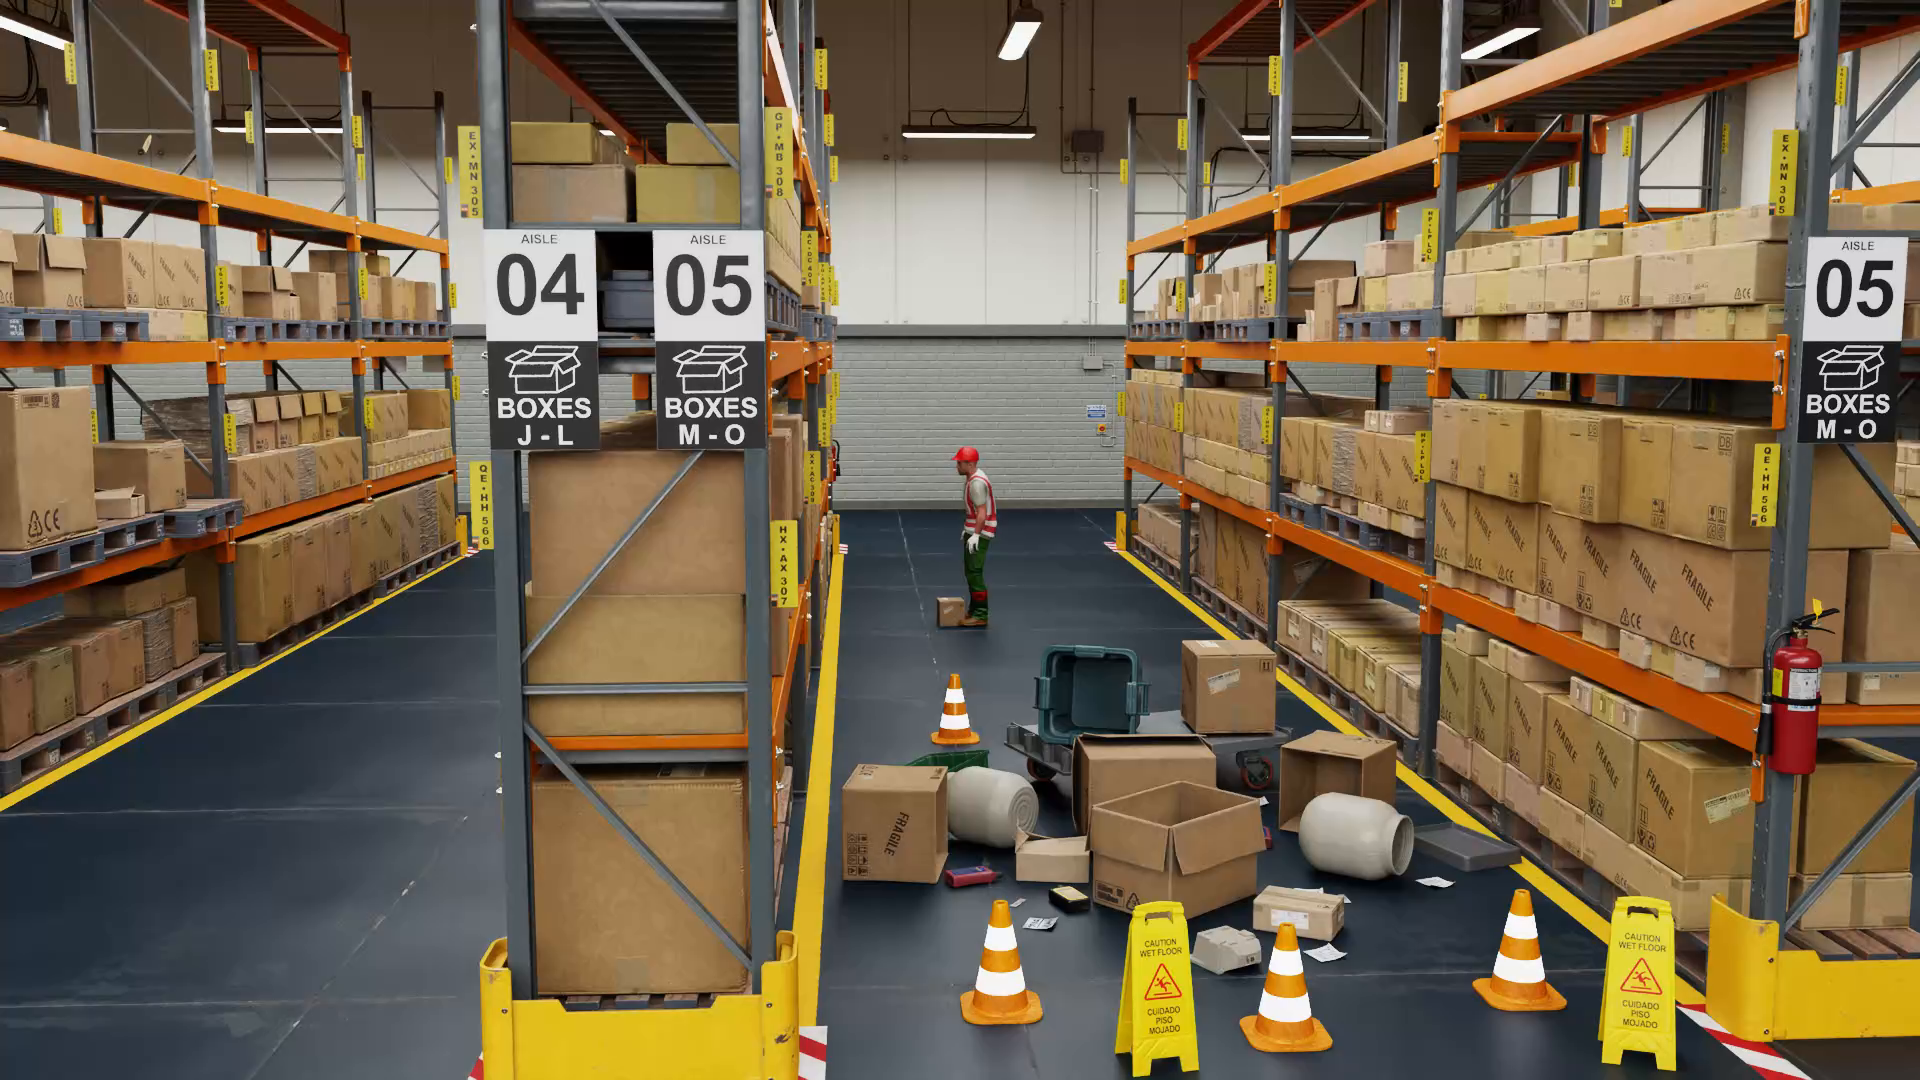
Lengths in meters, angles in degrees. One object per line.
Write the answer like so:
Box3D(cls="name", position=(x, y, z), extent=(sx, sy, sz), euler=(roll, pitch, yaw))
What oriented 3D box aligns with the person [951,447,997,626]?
Box3D(cls="person", position=(0.130, -0.042, 16.527), extent=(0.454, 1.779, 0.621), euler=(-1, 7, -5))
